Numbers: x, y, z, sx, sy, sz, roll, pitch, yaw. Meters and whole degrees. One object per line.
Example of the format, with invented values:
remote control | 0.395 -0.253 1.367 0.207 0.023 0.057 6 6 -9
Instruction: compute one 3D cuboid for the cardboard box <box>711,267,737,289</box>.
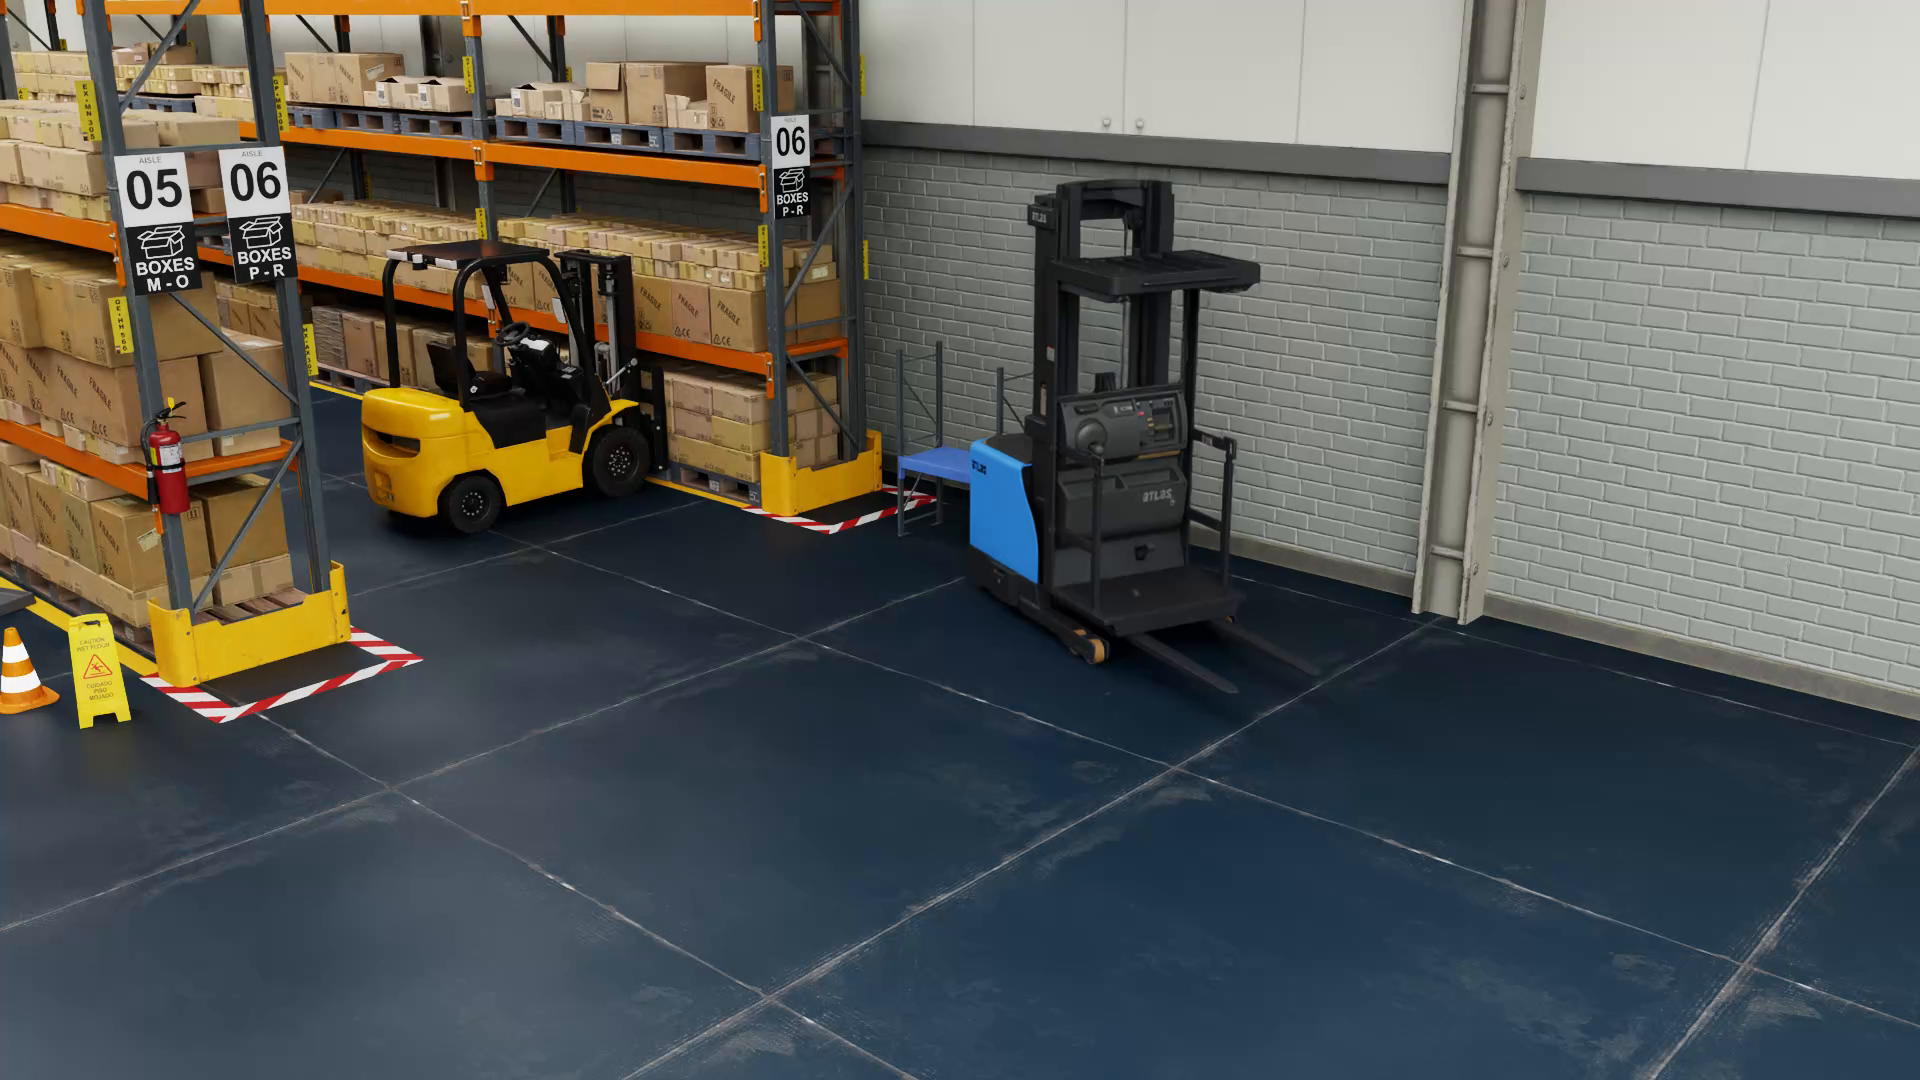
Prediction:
cardboard box | -1.842 -2.194 13.830 0.250 0.149 0.380 16 23 40

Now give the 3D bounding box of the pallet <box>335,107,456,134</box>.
pallet | -5.764 -4.393 17.348 1.213 0.211 1.003 16 24 42

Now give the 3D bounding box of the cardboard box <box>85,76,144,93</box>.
cardboard box | -10.688 -5.736 21.026 0.500 0.250 0.500 15 23 39

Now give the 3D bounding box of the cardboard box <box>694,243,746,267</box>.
cardboard box | -2.012 -2.399 13.981 0.250 0.149 0.380 16 23 40

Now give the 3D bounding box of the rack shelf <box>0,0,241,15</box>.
rack shelf | -5.973 -3.580 10.709 4.000 0.370 1.077 15 23 39

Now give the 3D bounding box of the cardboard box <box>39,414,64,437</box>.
cardboard box | -5.902 -0.811 11.123 0.250 0.149 0.380 15 23 39

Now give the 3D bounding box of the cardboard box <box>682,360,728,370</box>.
cardboard box | -2.163 -1.495 15.061 0.500 0.250 0.500 15 23 39

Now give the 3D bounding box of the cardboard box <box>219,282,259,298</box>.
cardboard box | -8.680 -3.025 20.052 0.250 0.149 0.380 14 22 37

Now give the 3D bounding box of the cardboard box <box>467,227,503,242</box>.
cardboard box | -4.580 -2.965 16.258 0.250 0.149 0.380 16 24 41

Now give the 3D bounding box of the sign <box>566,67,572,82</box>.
sign | -3.810 -4.430 16.166 0.005 0.325 0.100 15 23 39

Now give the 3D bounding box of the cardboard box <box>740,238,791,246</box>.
cardboard box | -1.675 -2.511 14.336 0.250 0.149 0.380 16 23 40

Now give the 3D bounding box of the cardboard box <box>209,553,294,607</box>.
cardboard box | -4.897 0.223 11.302 0.500 0.250 0.500 15 23 39

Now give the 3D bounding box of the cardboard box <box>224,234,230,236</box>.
cardboard box | -8.173 -3.660 19.240 0.500 0.250 0.500 14 22 37

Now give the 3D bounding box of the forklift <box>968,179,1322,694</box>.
forklift | 1.172 -0.756 10.648 1.130 2.935 3.031 -9 20 -26

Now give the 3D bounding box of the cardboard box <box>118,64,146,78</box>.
cardboard box | -9.982 -5.699 20.216 0.250 0.149 0.380 16 23 40

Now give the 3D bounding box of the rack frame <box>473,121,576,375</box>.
rack frame | -4.177 -2.590 16.314 0.127 3.000 1.000 15 23 39

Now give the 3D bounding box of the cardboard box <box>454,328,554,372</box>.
cardboard box | -4.575 -1.760 16.931 0.625 0.625 0.875 16 24 42

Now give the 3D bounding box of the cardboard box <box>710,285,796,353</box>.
cardboard box | -1.728 -1.874 13.892 0.500 0.500 0.500 14 23 38

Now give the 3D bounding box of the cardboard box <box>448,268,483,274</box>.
cardboard box | -4.714 -2.797 16.389 0.500 0.250 0.500 14 23 38

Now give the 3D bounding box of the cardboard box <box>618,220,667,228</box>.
cardboard box | -2.962 -2.890 15.531 0.250 0.149 0.380 15 23 38

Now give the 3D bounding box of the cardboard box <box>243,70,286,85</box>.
cardboard box | -7.749 -5.162 18.556 0.250 0.149 0.380 14 22 37

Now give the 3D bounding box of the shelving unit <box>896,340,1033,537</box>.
shelving unit | 0.064 -0.698 12.831 1.048 1.500 0.538 15 23 39

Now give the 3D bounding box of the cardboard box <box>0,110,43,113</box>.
cardboard box | -6.233 -2.726 10.880 0.250 0.149 0.380 16 23 40

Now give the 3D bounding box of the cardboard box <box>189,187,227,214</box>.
cardboard box | -4.510 -2.113 10.268 0.250 0.149 0.380 15 23 39

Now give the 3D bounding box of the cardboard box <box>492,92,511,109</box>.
cardboard box | -4.682 -4.363 16.496 0.250 0.149 0.380 15 23 39

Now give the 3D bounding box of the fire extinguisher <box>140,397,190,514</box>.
fire extinguisher | -4.698 -0.499 9.853 0.183 0.674 0.296 15 23 39

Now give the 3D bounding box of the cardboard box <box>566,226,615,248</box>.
cardboard box | -3.347 -2.755 15.105 0.250 0.149 0.380 15 23 38

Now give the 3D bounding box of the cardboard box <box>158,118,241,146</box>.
cardboard box | -4.608 -2.471 10.076 0.250 0.149 0.380 15 23 39

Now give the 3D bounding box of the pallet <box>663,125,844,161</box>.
pallet | -1.697 -3.322 13.808 1.213 0.211 1.003 15 23 39

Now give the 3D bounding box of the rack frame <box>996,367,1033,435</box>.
rack frame | 0.444 -0.596 12.509 0.032 1.500 0.500 15 23 39

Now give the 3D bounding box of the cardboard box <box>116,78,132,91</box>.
cardboard box | -10.031 -5.544 20.220 0.250 0.149 0.380 15 23 40

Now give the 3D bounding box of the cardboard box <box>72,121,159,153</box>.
cardboard box | -4.927 -2.354 9.709 0.250 0.149 0.380 15 23 40

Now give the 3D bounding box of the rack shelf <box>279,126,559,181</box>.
rack shelf | -5.673 -4.078 17.234 4.000 0.370 1.077 15 23 39

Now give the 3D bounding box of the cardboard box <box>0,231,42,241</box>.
cardboard box | -6.917 -1.887 11.790 0.500 0.500 0.700 15 23 40

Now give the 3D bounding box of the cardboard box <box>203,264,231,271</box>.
cardboard box | -9.494 -3.454 21.401 0.250 0.149 0.380 15 23 39

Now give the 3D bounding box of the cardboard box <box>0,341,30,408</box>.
cardboard box | -6.176 -1.208 11.302 0.500 0.500 0.500 15 23 40

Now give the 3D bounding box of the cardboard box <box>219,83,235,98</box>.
cardboard box | -8.170 -5.113 18.894 0.250 0.149 0.380 15 23 39

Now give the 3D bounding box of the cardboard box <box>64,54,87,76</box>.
cardboard box | -11.084 -6.081 21.286 0.500 0.250 0.500 15 23 38

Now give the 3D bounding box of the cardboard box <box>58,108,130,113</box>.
cardboard box | -5.864 -2.852 11.279 0.250 0.149 0.380 15 23 40

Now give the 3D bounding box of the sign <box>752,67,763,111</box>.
sign | -1.556 -3.481 12.829 0.005 0.325 0.100 15 23 39

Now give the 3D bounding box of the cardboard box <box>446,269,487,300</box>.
cardboard box | -4.728 -2.560 16.469 0.500 0.250 0.500 16 23 40

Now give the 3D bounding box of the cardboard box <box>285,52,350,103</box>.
cardboard box | -6.789 -4.918 17.665 0.500 0.500 0.500 15 23 40

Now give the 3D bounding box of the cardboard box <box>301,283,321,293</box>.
cardboard box | -7.772 -2.977 19.900 0.250 0.149 0.380 15 23 40

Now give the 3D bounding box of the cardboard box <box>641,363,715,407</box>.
cardboard box | -2.507 -1.375 14.684 0.500 0.250 0.500 15 23 40

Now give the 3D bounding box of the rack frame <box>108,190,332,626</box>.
rack frame | -4.478 -0.663 10.242 0.127 3.000 1.000 15 23 39

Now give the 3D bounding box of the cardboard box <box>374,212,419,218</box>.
cardboard box | -5.895 -3.332 17.415 0.250 0.149 0.380 15 23 39

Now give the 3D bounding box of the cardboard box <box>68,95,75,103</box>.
cardboard box | -11.363 -5.728 21.658 0.250 0.149 0.380 16 24 41

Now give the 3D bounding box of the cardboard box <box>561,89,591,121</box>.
cardboard box | -3.269 -3.837 14.646 0.258 0.266 0.396 14 23 38

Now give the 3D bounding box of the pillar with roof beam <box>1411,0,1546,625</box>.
pillar with roof beam | 0.522 -2.811 7.093 0.400 9.000 9.100 15 23 39

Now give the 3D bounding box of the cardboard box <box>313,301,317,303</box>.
cardboard box | -7.652 -2.653 19.950 0.500 0.500 0.500 15 23 39

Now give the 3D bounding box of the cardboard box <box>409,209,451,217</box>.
cardboard box | -5.630 -3.426 17.712 0.250 0.149 0.380 16 24 41

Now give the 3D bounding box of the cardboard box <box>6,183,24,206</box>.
cardboard box | -5.869 -2.245 10.683 0.250 0.149 0.380 14 22 38

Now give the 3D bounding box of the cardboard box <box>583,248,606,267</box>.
cardboard box | -3.175 -2.560 14.981 0.250 0.149 0.380 14 22 38

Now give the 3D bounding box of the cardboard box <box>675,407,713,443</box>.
cardboard box | -2.125 -1.045 14.470 0.500 0.250 0.500 15 23 39

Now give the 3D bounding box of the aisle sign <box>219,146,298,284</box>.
aisle sign | -4.226 -1.960 10.031 0.004 0.787 0.394 15 23 39

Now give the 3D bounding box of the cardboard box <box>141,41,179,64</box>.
cardboard box | -9.887 -6.047 20.628 0.258 0.266 0.396 15 23 38
